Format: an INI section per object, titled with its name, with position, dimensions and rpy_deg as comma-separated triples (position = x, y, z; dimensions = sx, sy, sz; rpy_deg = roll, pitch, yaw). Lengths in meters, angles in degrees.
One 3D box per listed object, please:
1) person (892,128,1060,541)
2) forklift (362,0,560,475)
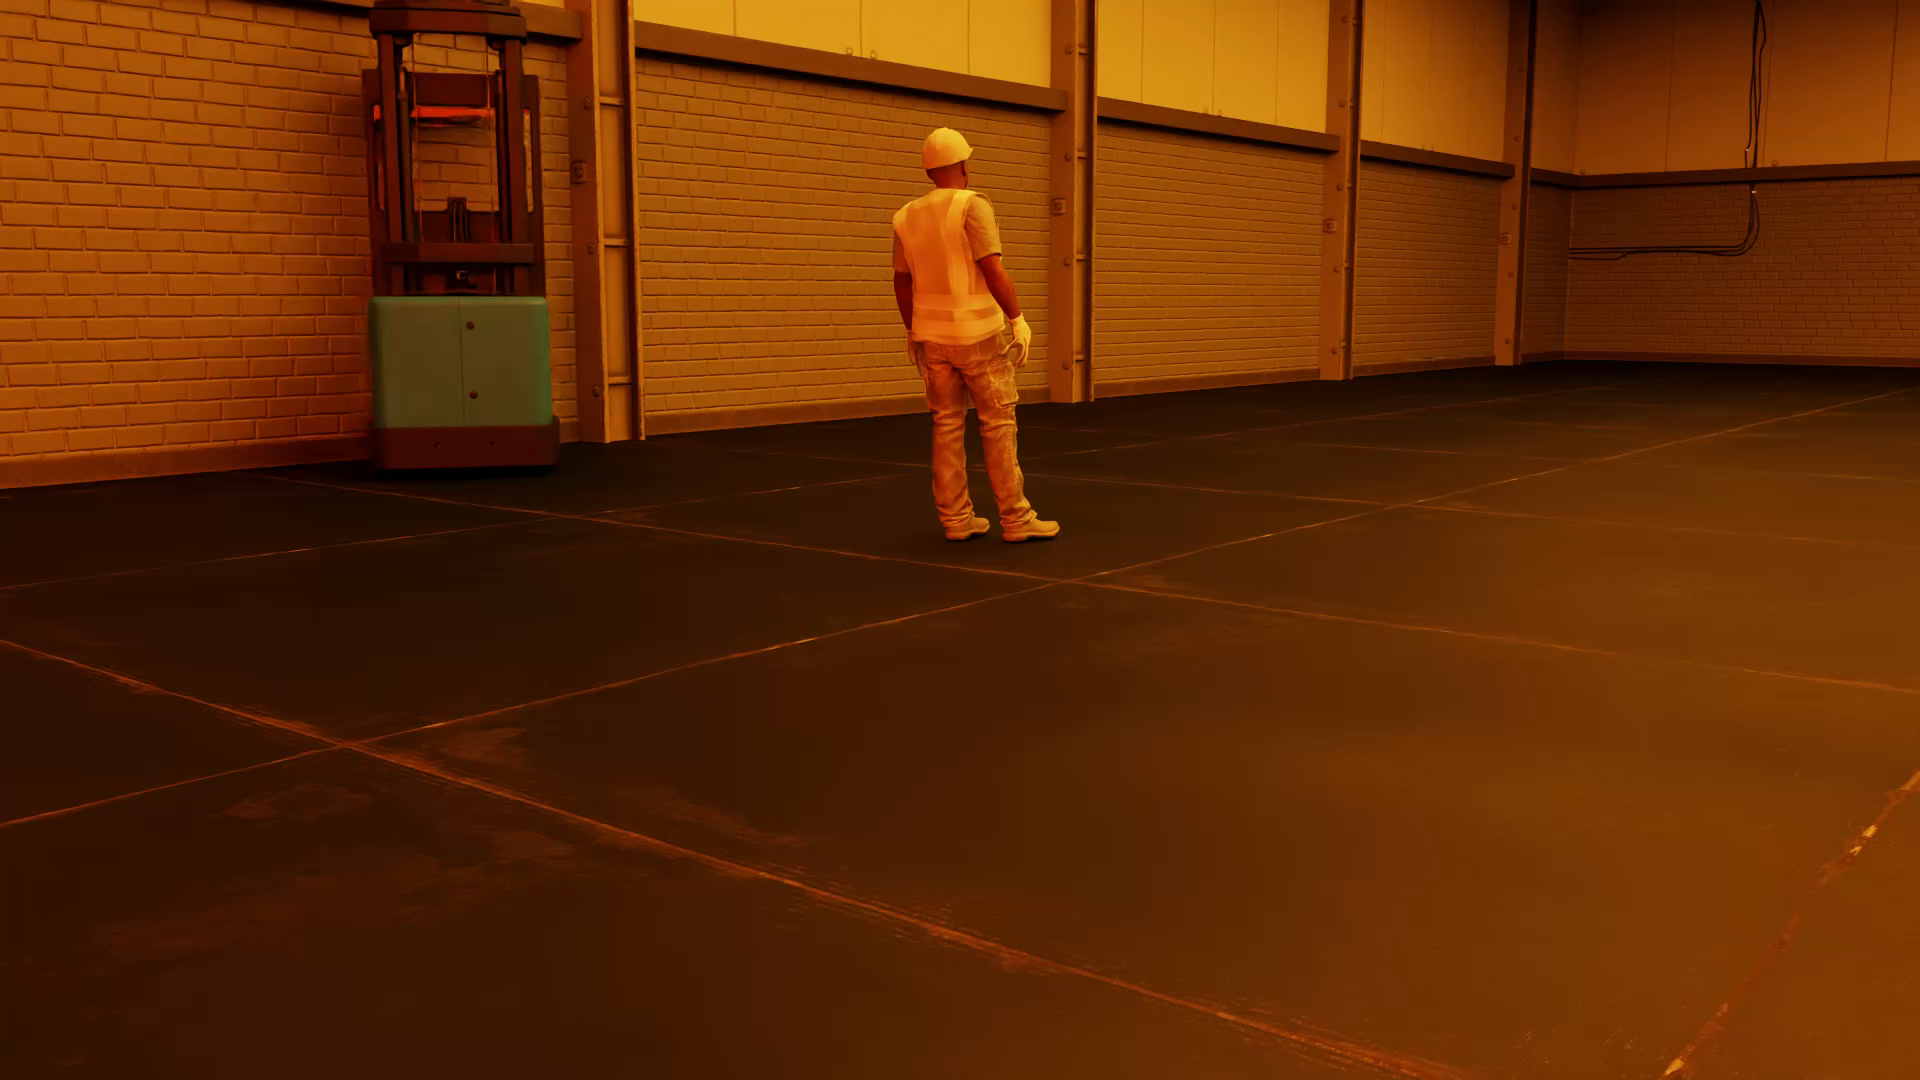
[person]
position = 0.052, -0.897, 7.324
dimensions = 0.656, 1.782, 0.577
rpy_deg = 7, 11, 38
[forklift]
position = -3.342, -2.019, 11.082
dimensions = 1.130, 2.935, 3.031
rpy_deg = -2, 9, -16
